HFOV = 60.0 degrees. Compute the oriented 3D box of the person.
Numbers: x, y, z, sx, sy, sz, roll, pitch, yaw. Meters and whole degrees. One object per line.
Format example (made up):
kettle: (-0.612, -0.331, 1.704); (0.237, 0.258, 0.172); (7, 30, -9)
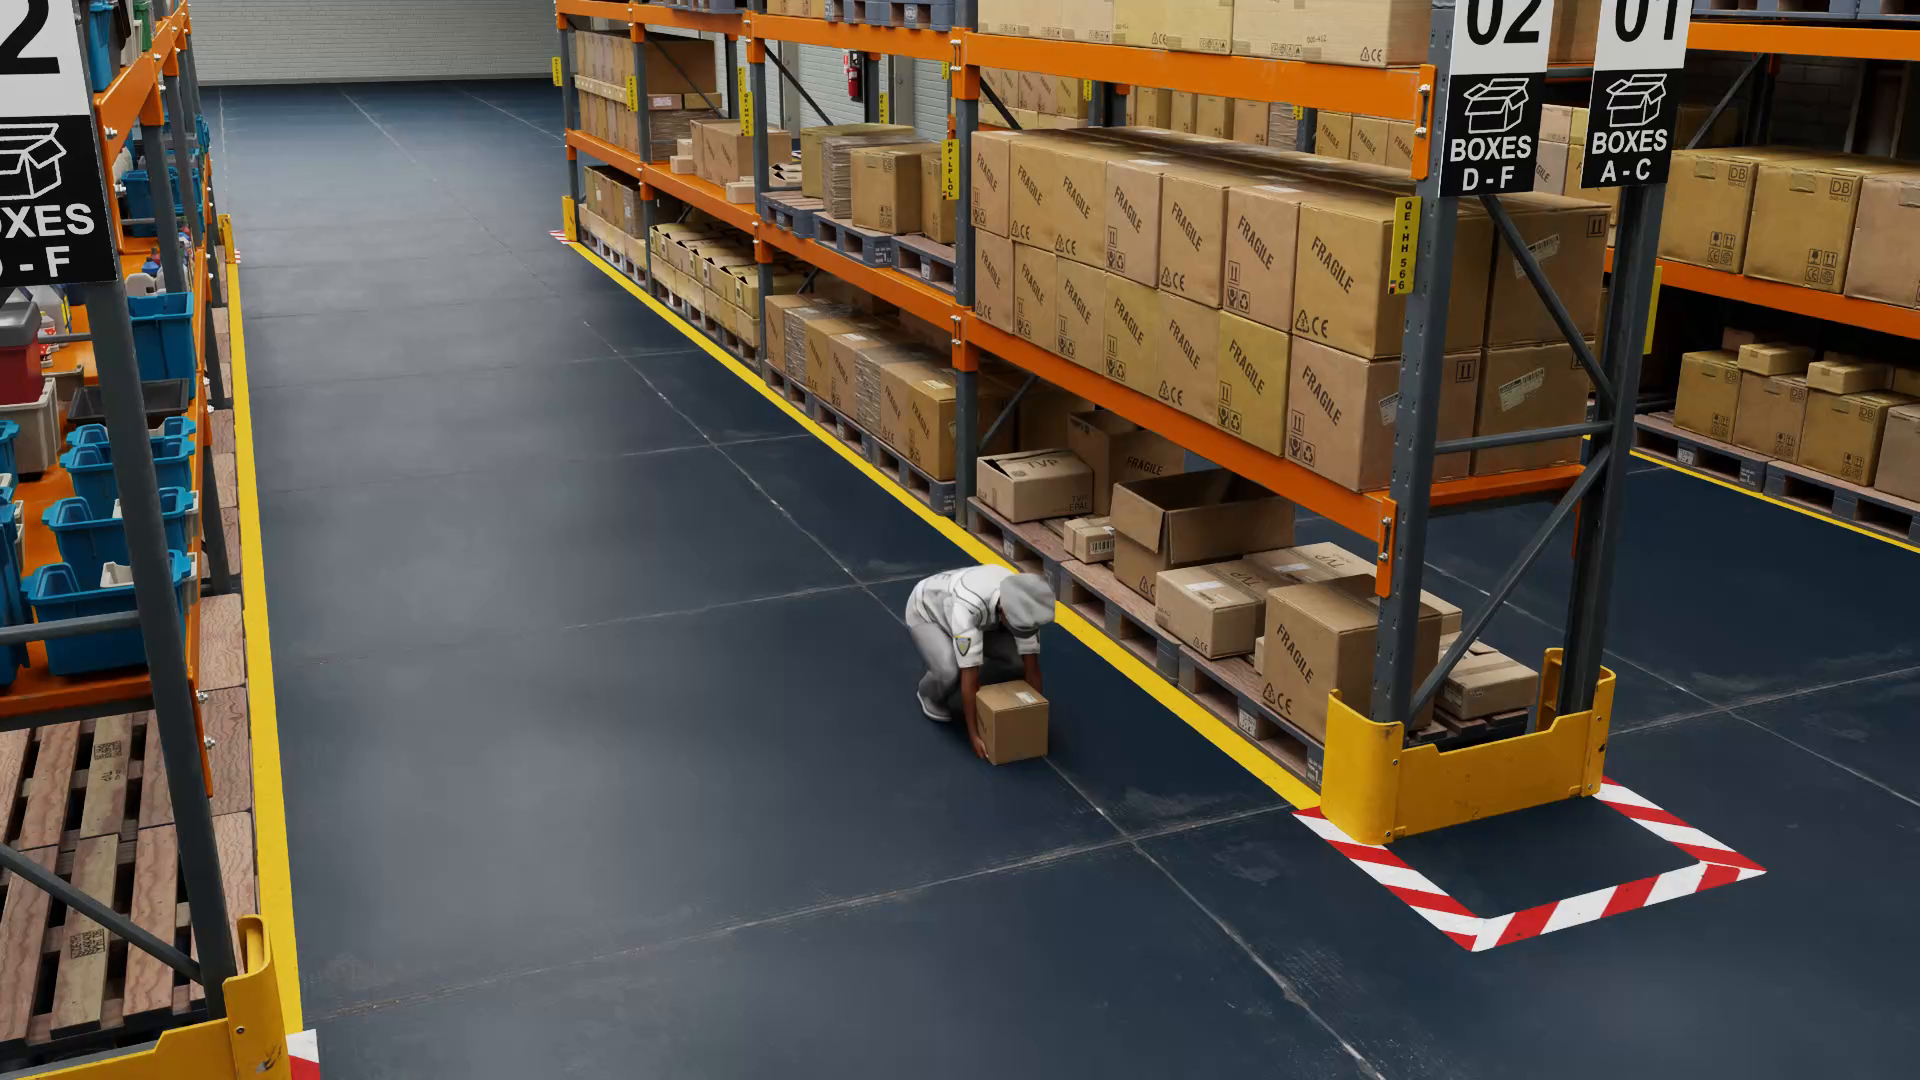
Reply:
person: (0.087, 0.461, 7.190); (0.475, 0.847, 0.898); (-8, 21, -23)
